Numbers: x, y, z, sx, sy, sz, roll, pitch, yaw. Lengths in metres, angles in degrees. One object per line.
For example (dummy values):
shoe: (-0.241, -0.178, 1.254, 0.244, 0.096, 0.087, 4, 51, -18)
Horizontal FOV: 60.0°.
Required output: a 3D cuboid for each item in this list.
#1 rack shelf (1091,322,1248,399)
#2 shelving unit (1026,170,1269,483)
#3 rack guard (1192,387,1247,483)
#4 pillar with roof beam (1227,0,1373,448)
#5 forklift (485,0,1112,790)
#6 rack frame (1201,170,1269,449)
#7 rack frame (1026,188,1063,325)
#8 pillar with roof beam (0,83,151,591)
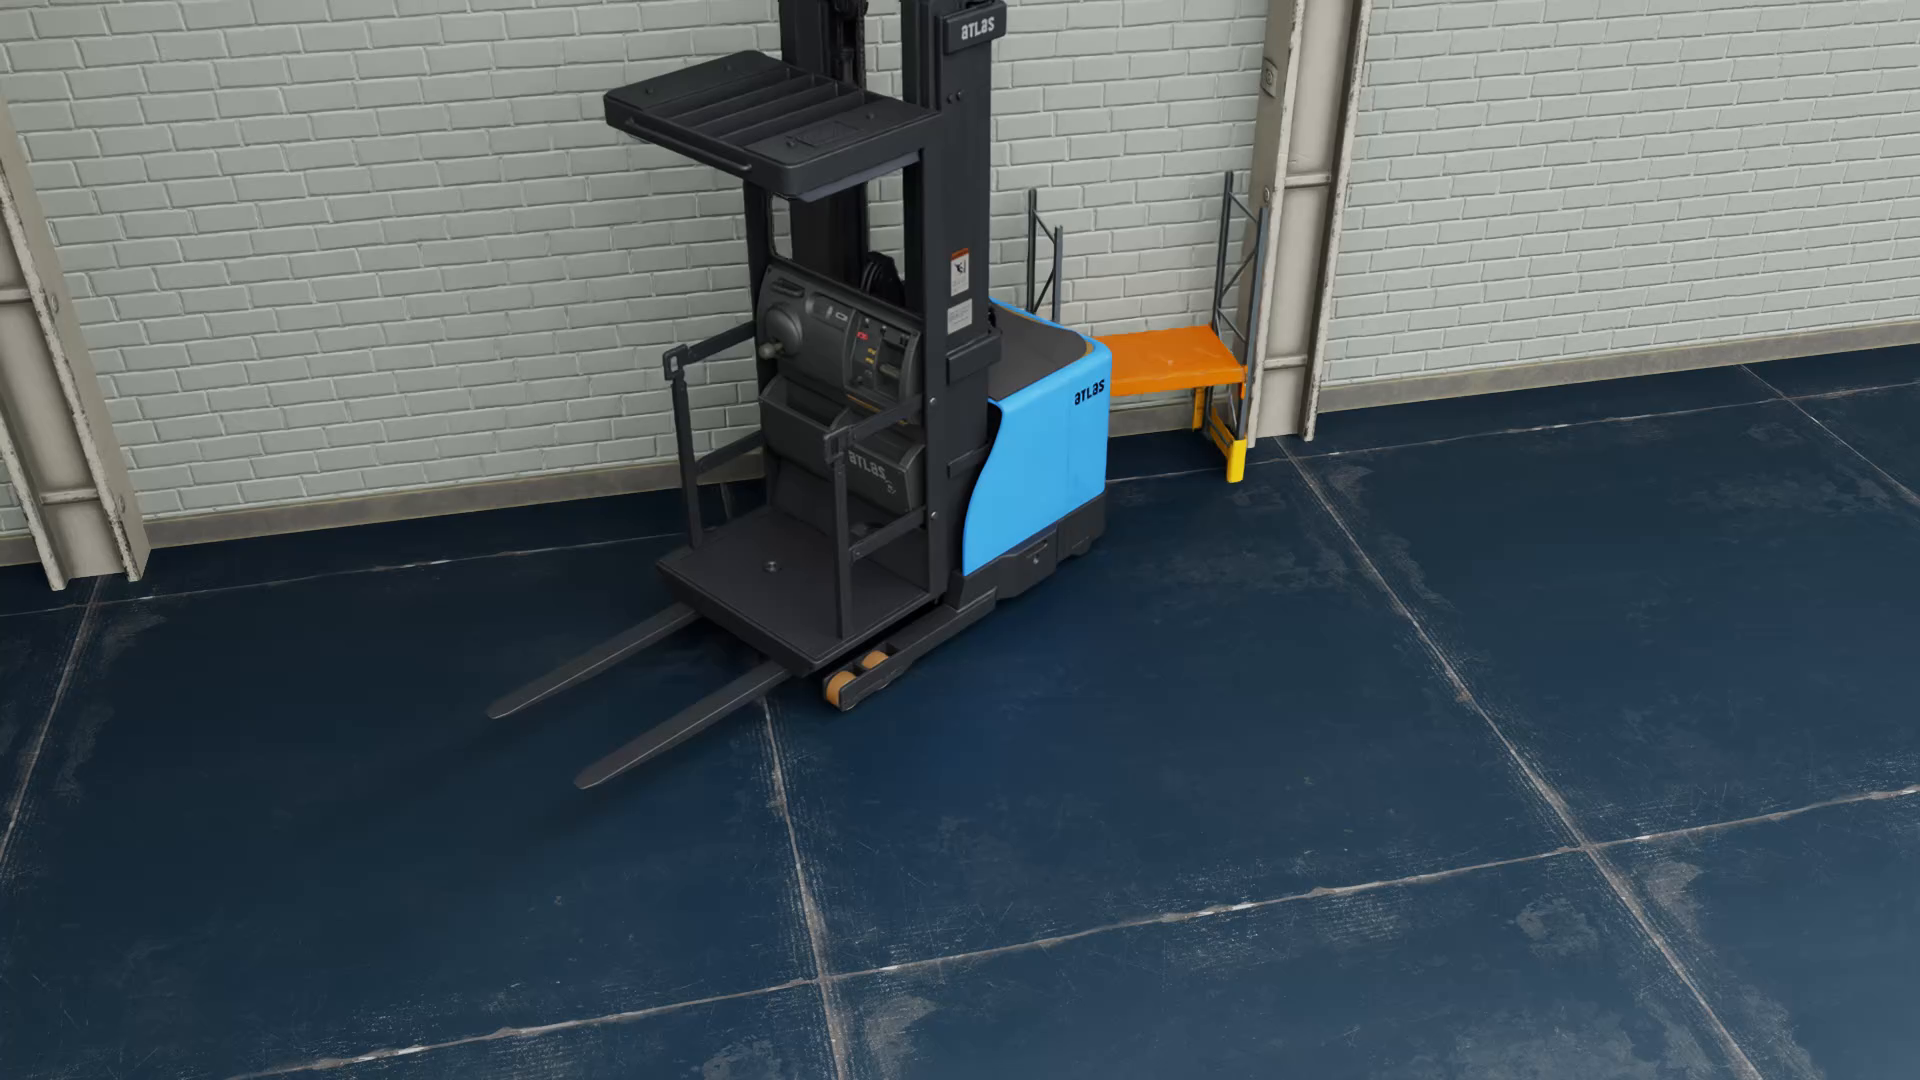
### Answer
rack shelf: (0.904, -0.874, 8.528, 1.000, 0.185, 0.538, -7, 35, -11)
shelving unit: (0.895, -1.022, 8.427, 1.083, 1.500, 0.587, -7, 35, -11)
rack guard: (1.379, -0.566, 8.869, 0.087, 0.250, 0.587, -7, 35, -11)
pillar with roof beam: (2.650, -2.001, 3.157, 0.400, 9.000, 9.100, -7, 35, -11)
forklift: (-0.661, -0.809, 6.824, 1.130, 2.935, 3.031, 28, 43, 35)
rack frame: (1.398, -1.088, 8.525, 0.032, 1.500, 0.500, -7, 35, -11)
rack frame: (0.409, -0.958, 8.331, 0.032, 1.500, 0.500, -7, 35, -11)
pillar with roof beam: (-3.202, -1.264, 2.058, 0.400, 9.000, 9.100, -7, 35, -11)
